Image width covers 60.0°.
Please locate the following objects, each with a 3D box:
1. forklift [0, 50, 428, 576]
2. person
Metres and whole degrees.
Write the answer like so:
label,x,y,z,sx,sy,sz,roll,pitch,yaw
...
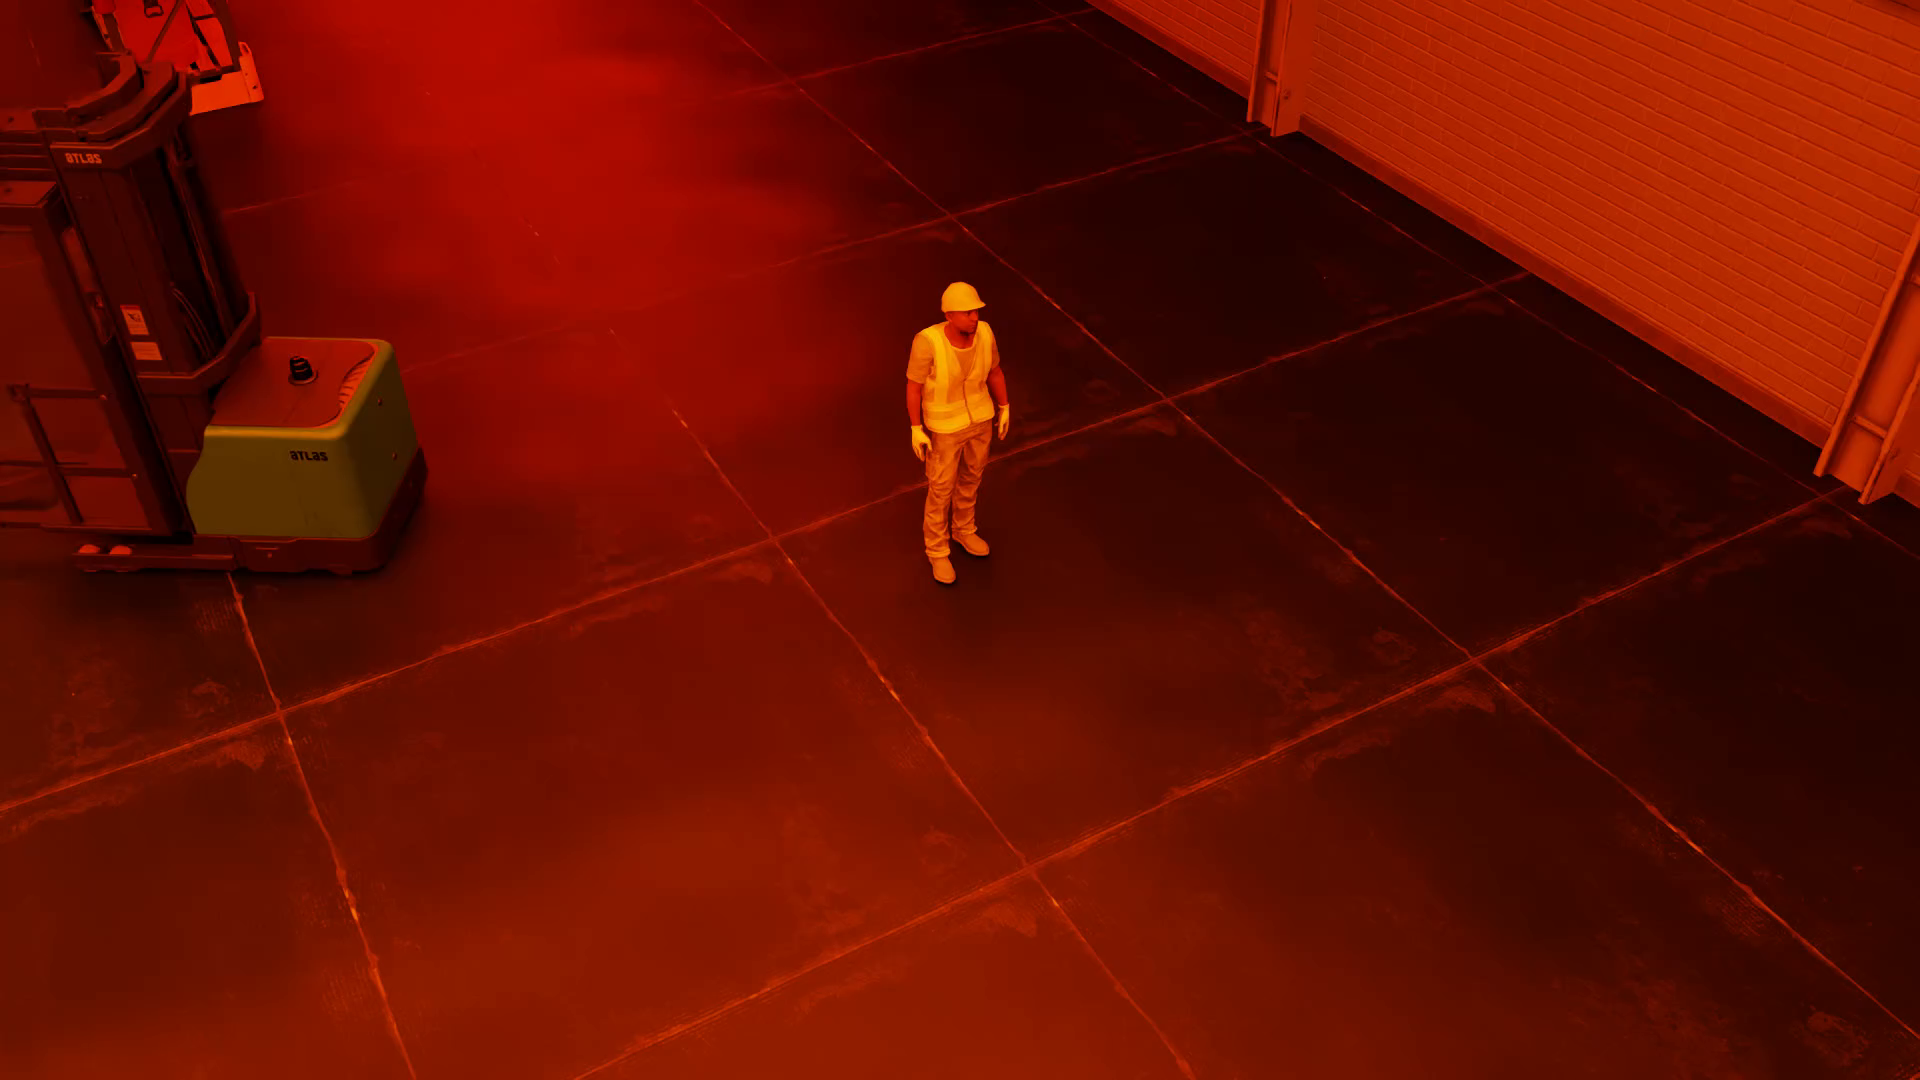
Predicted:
label,x,y,z,sx,sy,sz,roll,pitch,yaw
forklift,-4.964,-1.265,9.561,3.031,2.935,1.130,2,40,2
person,0.028,-0.650,9.707,0.656,1.782,0.577,-20,44,-23
